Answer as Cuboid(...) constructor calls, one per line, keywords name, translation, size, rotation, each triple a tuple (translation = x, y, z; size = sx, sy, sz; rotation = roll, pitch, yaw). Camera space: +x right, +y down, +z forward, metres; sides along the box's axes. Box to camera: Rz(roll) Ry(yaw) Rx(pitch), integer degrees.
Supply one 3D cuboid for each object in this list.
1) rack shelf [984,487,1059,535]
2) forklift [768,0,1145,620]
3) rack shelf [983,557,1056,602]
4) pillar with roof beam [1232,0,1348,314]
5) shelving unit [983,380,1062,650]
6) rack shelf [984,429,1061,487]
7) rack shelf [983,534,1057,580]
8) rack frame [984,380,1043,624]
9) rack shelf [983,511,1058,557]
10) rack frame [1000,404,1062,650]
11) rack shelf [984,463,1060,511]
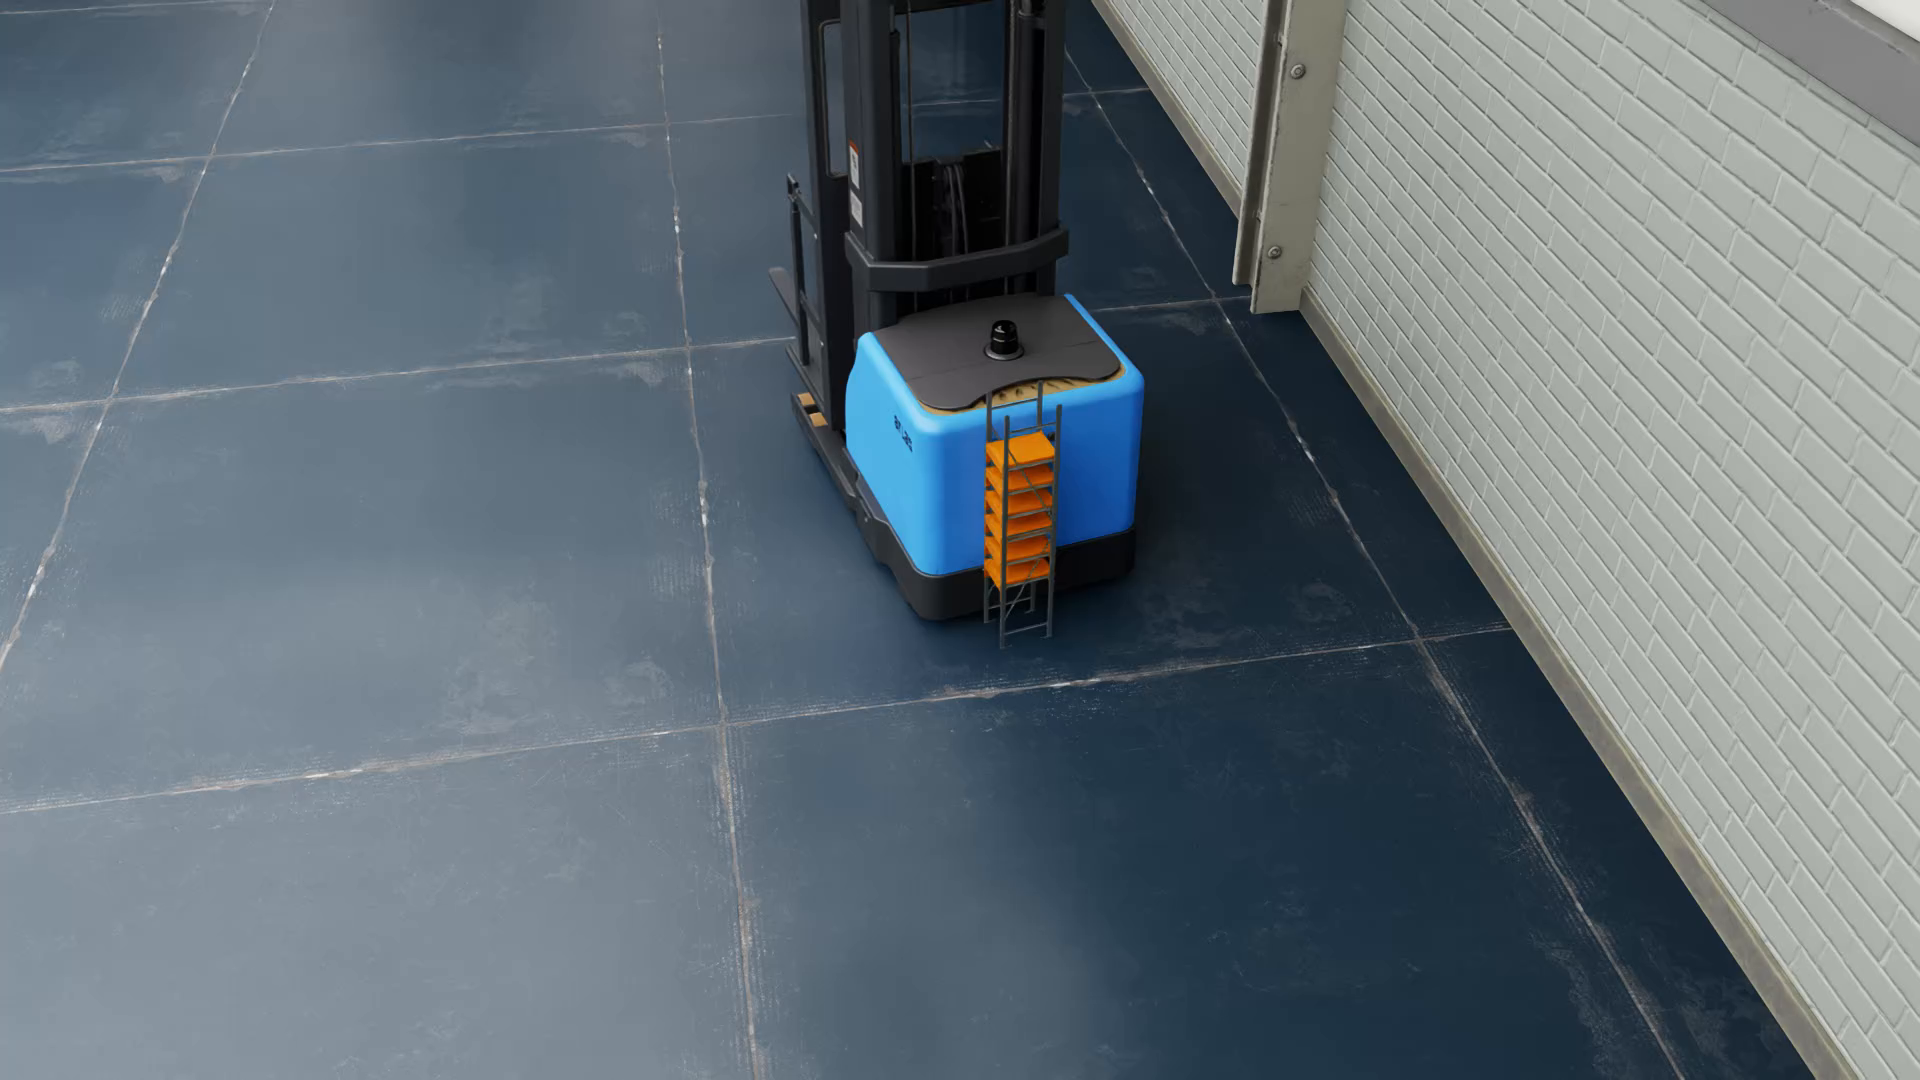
Cuboid(name="rack shelf", translation=(0.250, -0.141, 6.830), size=(0.258, 0.103, 0.180), rotation=(-13, 40, -17))
Cuboid(name="forklift", translation=(-0.217, -1.716, 7.570), size=(1.130, 2.935, 3.031), rotation=(-13, 40, -16))
Cuboid(name="rack shelf", translation=(0.250, 0.143, 7.051), size=(0.258, 0.103, 0.180), rotation=(-13, 40, -17))
Cuboid(name="pillar with roof beam", translation=(-2.467, -4.504, 6.212), size=(9.100, 9.000, 0.400), rotation=(-6, 38, -8))
Cuboid(name="shelving unit", translation=(0.250, -0.081, 6.877), size=(0.258, 1.200, 0.189), rotation=(-13, 40, -17))
Cuboid(name="rack shelf", translation=(0.250, -0.331, 6.683), size=(0.258, 0.103, 0.180), rotation=(-13, 40, -17))
Cuboid(name="rack shelf", translation=(0.250, 0.048, 6.978), size=(0.258, 0.103, 0.180), rotation=(-13, 40, -17))
Cuboid(name="rack frame", translation=(0.217, -0.134, 6.944), size=(0.240, 1.200, 0.006), rotation=(-13, 40, -17))
Cuboid(name="rack shelf", translation=(0.250, -0.046, 6.904), size=(0.258, 0.103, 0.180), rotation=(-13, 40, -17))
Cuboid(name="rack frame", translation=(0.283, -0.029, 6.809), size=(0.240, 1.200, 0.006), rotation=(-13, 40, -17))
Cuboid(name="rack shelf", translation=(0.250, -0.236, 6.757), size=(0.258, 0.103, 0.180), rotation=(-13, 40, -17))
